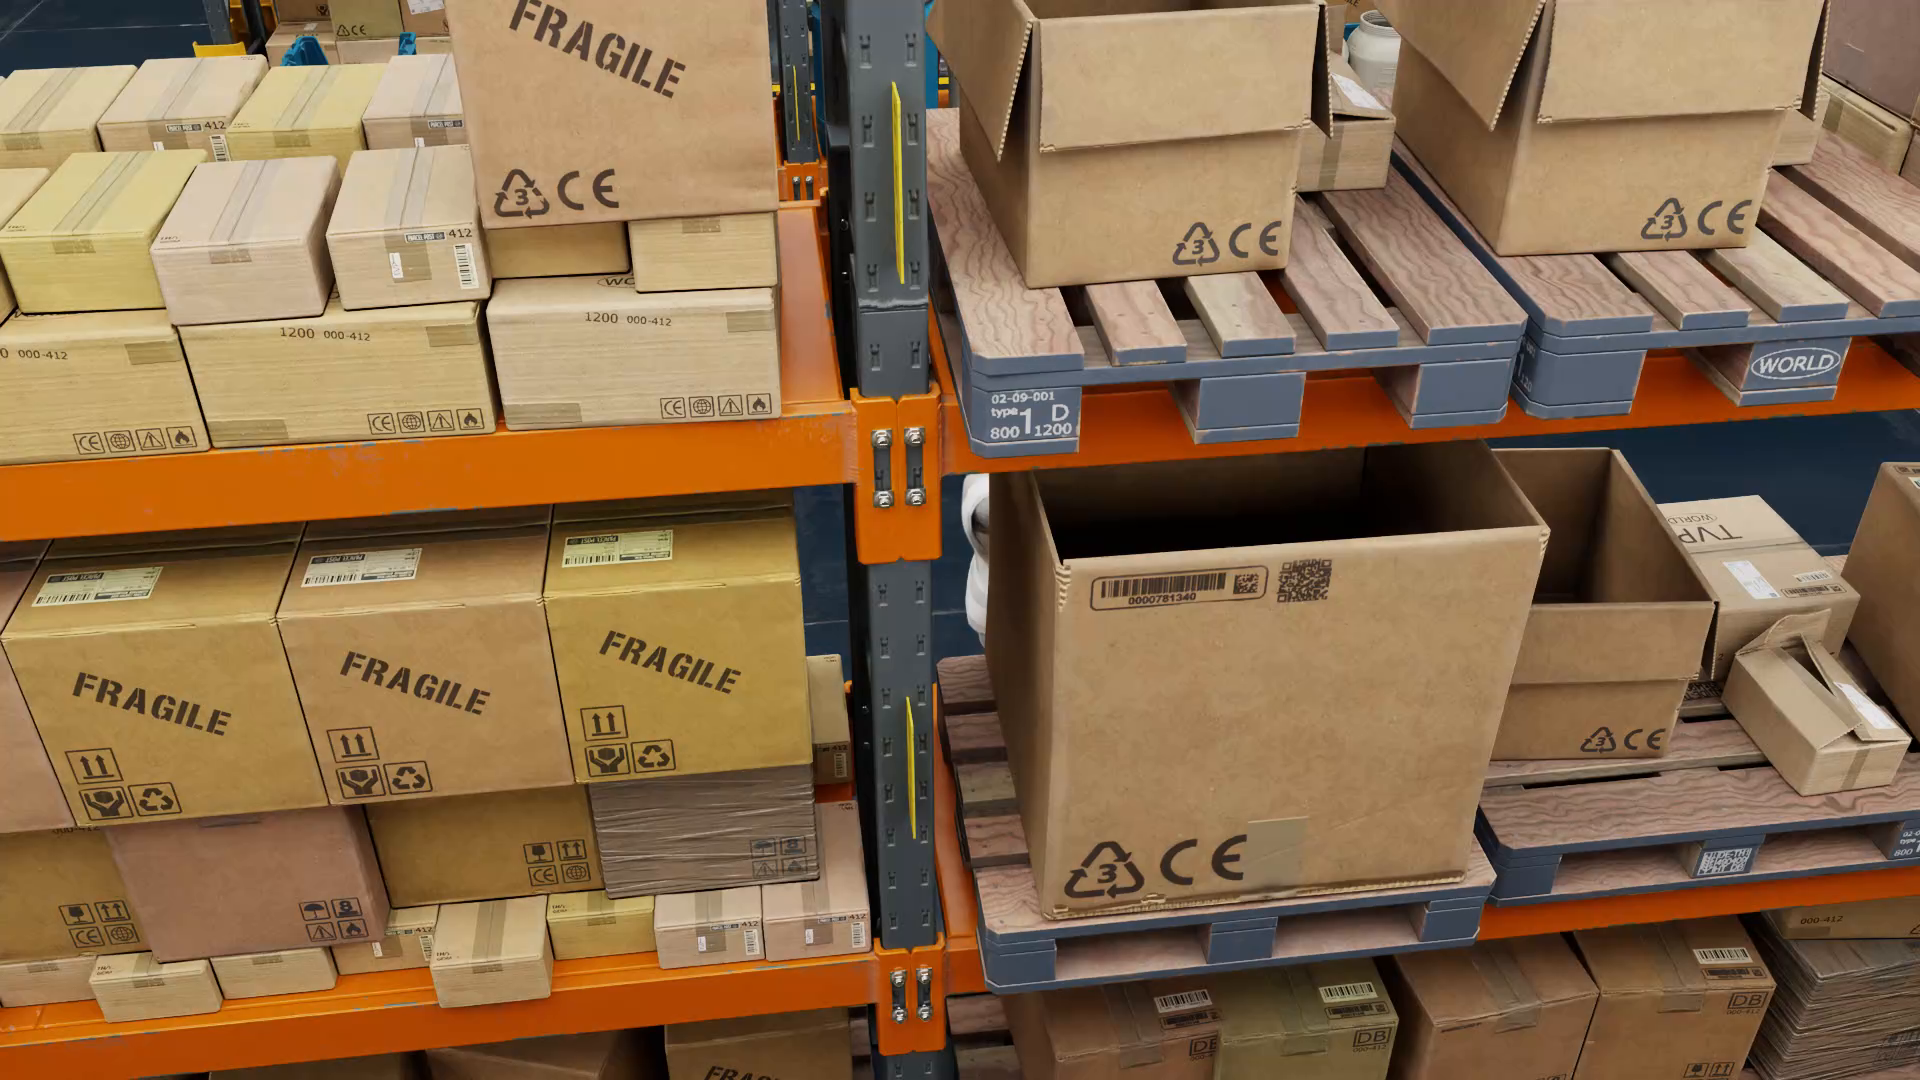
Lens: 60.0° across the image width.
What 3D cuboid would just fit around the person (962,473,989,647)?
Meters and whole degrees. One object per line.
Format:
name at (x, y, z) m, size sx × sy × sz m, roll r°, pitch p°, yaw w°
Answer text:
person at (0.294, 0.227, 5.800) m, size 0.574 × 1.778 × 0.488 m, roll 0°, pitch 34°, yaw 1°
